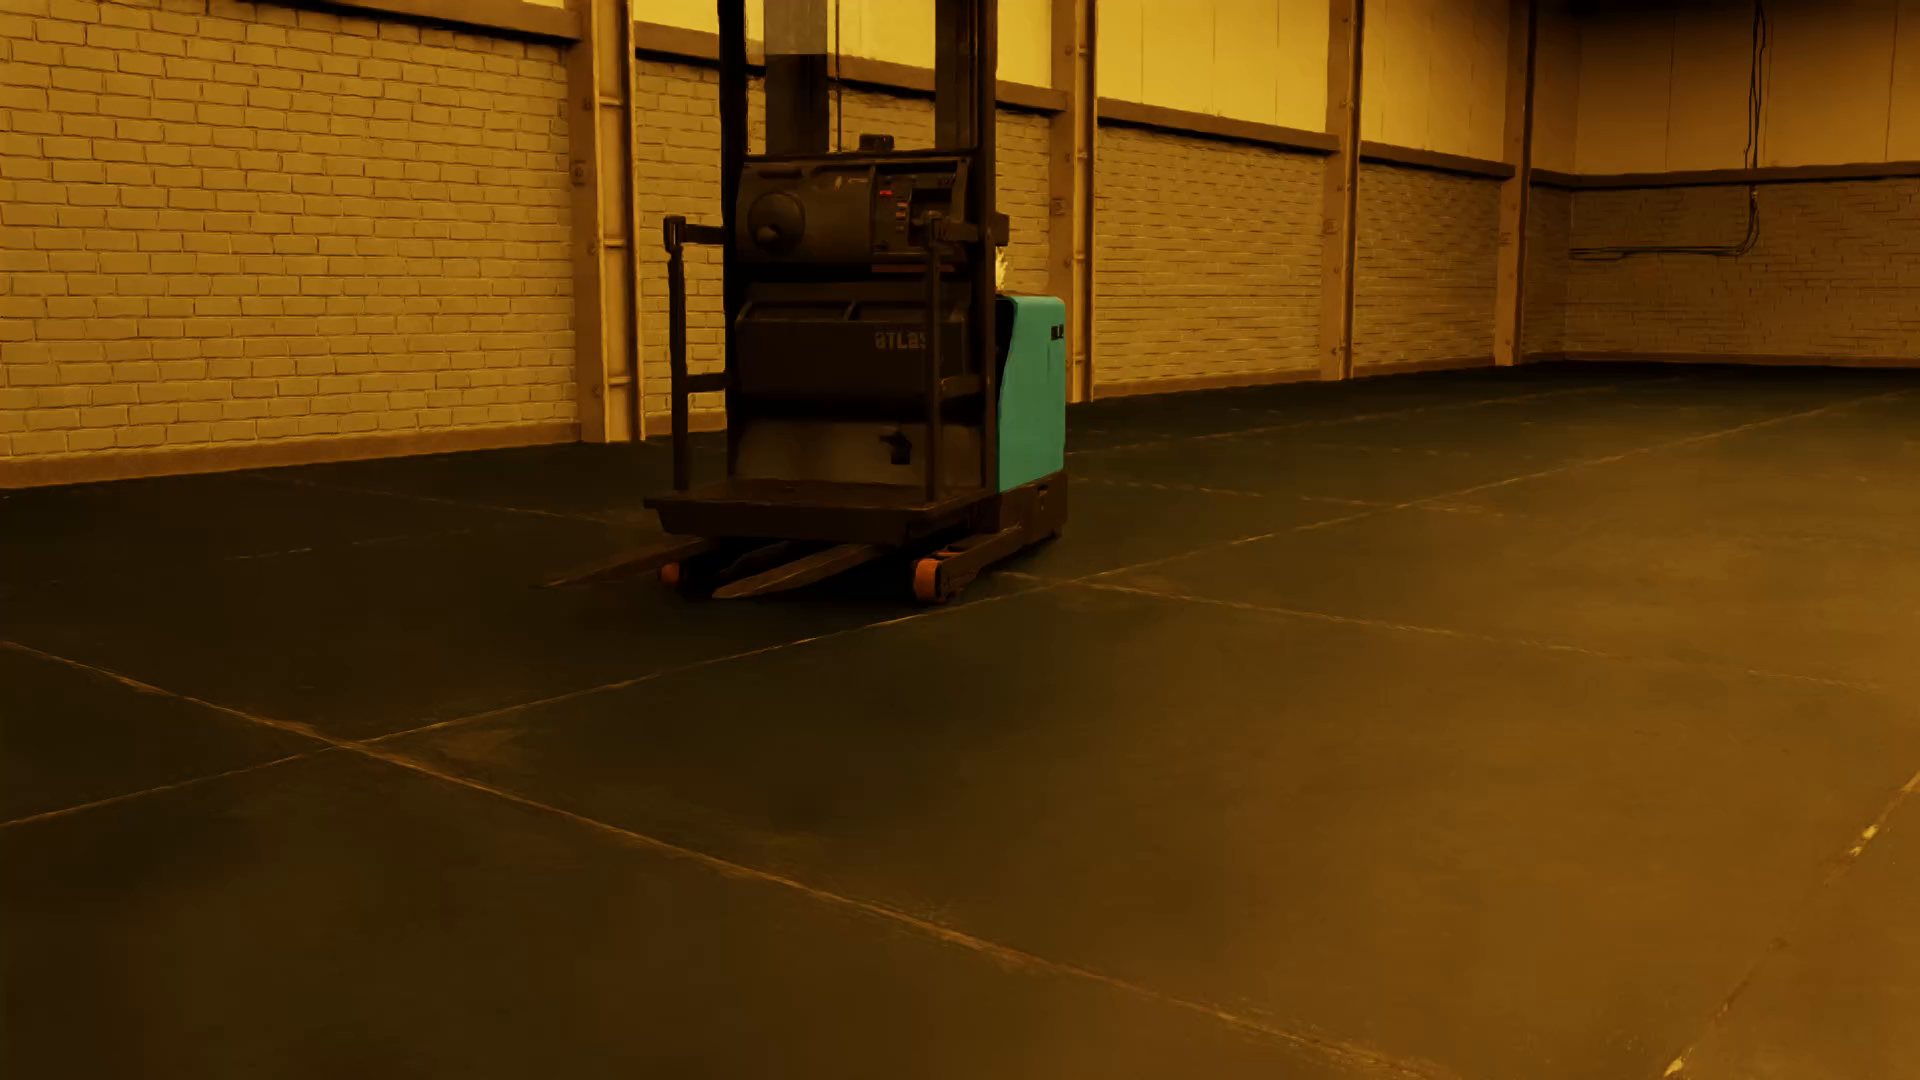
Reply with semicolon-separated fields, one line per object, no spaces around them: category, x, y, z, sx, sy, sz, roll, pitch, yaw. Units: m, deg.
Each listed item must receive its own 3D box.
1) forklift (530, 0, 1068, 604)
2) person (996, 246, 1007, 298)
forklift;-0.478;-1.288;6.088;1.130;2.935;3.031;3;9;19
person;0.069;-0.847;7.356;0.446;1.693;0.494;7;11;38
